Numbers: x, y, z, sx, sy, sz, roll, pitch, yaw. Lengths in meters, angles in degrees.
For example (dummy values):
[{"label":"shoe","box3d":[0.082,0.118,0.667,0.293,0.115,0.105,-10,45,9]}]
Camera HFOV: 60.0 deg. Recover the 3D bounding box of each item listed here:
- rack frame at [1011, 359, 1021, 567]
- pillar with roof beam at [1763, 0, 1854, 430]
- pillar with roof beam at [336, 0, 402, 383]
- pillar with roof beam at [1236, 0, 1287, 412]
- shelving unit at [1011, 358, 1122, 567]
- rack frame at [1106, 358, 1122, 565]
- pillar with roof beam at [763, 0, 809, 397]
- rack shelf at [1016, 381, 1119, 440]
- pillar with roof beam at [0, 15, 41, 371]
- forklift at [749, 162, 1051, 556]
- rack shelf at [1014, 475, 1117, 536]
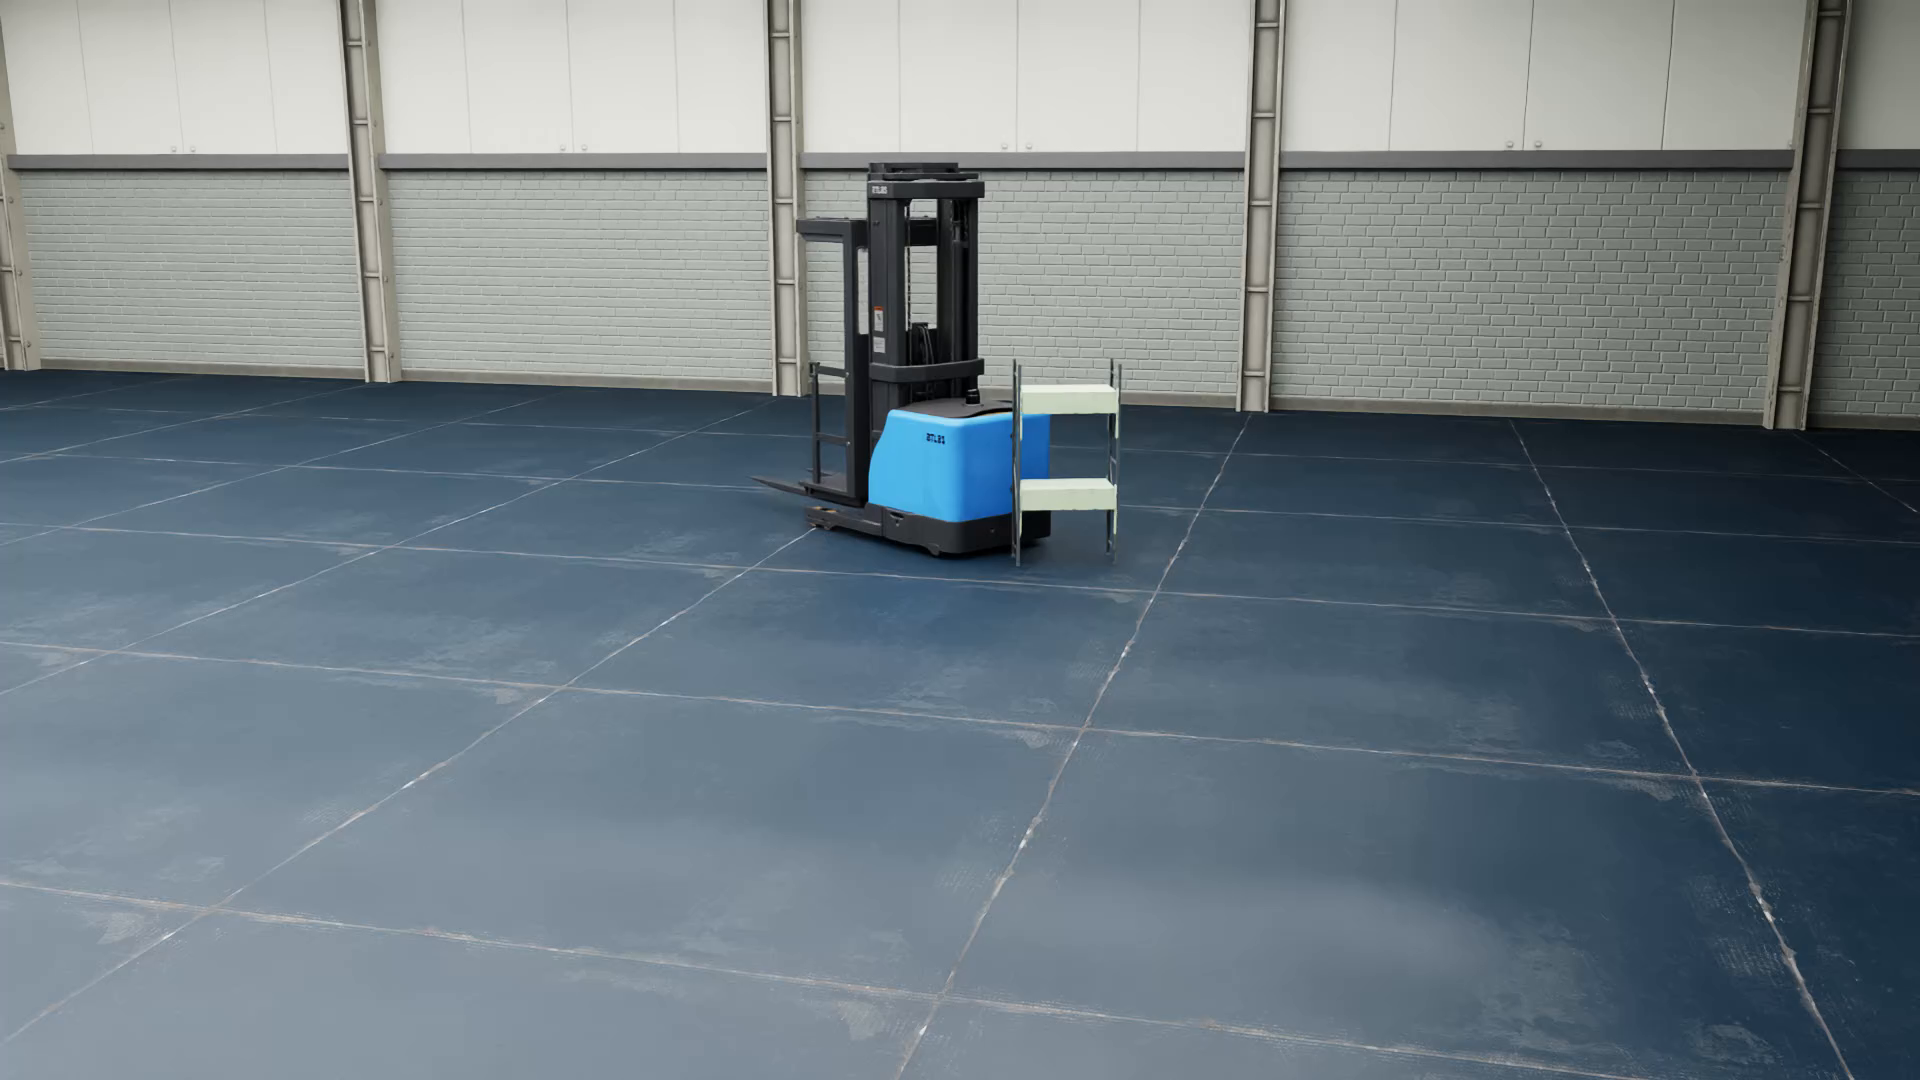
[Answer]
[{"label":"rack frame","box3d":[0.419,-0.576,12.368,0.023,1.500,0.400,-1,13,-4]},{"label":"pillar with roof beam","box3d":[8.396,-4.774,13.975,0.400,9.000,9.100,3,13,14]},{"label":"pillar with roof beam","box3d":[-9.080,-5.708,18.186,0.400,9.000,9.100,3,13,14]},{"label":"pillar with roof beam","box3d":[2.570,-5.085,15.379,0.400,9.000,9.100,3,13,14]},{"label":"shelving unit","box3d":[0.784,-0.582,12.393,0.755,1.500,0.431,-1,13,-4]},{"label":"rack frame","box3d":[1.149,-0.587,12.419,0.023,1.500,0.400,-1,13,-4]},{"label":"pillar with roof beam","box3d":[-3.255,-5.397,16.782,0.400,9.000,9.100,3,13,14]},{"label":"rack shelf","box3d":[0.784,-0.963,12.309,0.720,0.370,0.431,-1,13,-4]},{"label":"pillar with roof beam","box3d":[-14.905,-6.019,19.589,0.400,9.000,9.100,3,13,14]},{"label":"forklift","box3d":[-0.629,-1.572,13.554,1.130,2.935,3.031,-11,16,-39]},{"label":"rack shelf","box3d":[0.784,-0.264,12.464,0.720,0.370,0.431,-1,13,-4]}]
